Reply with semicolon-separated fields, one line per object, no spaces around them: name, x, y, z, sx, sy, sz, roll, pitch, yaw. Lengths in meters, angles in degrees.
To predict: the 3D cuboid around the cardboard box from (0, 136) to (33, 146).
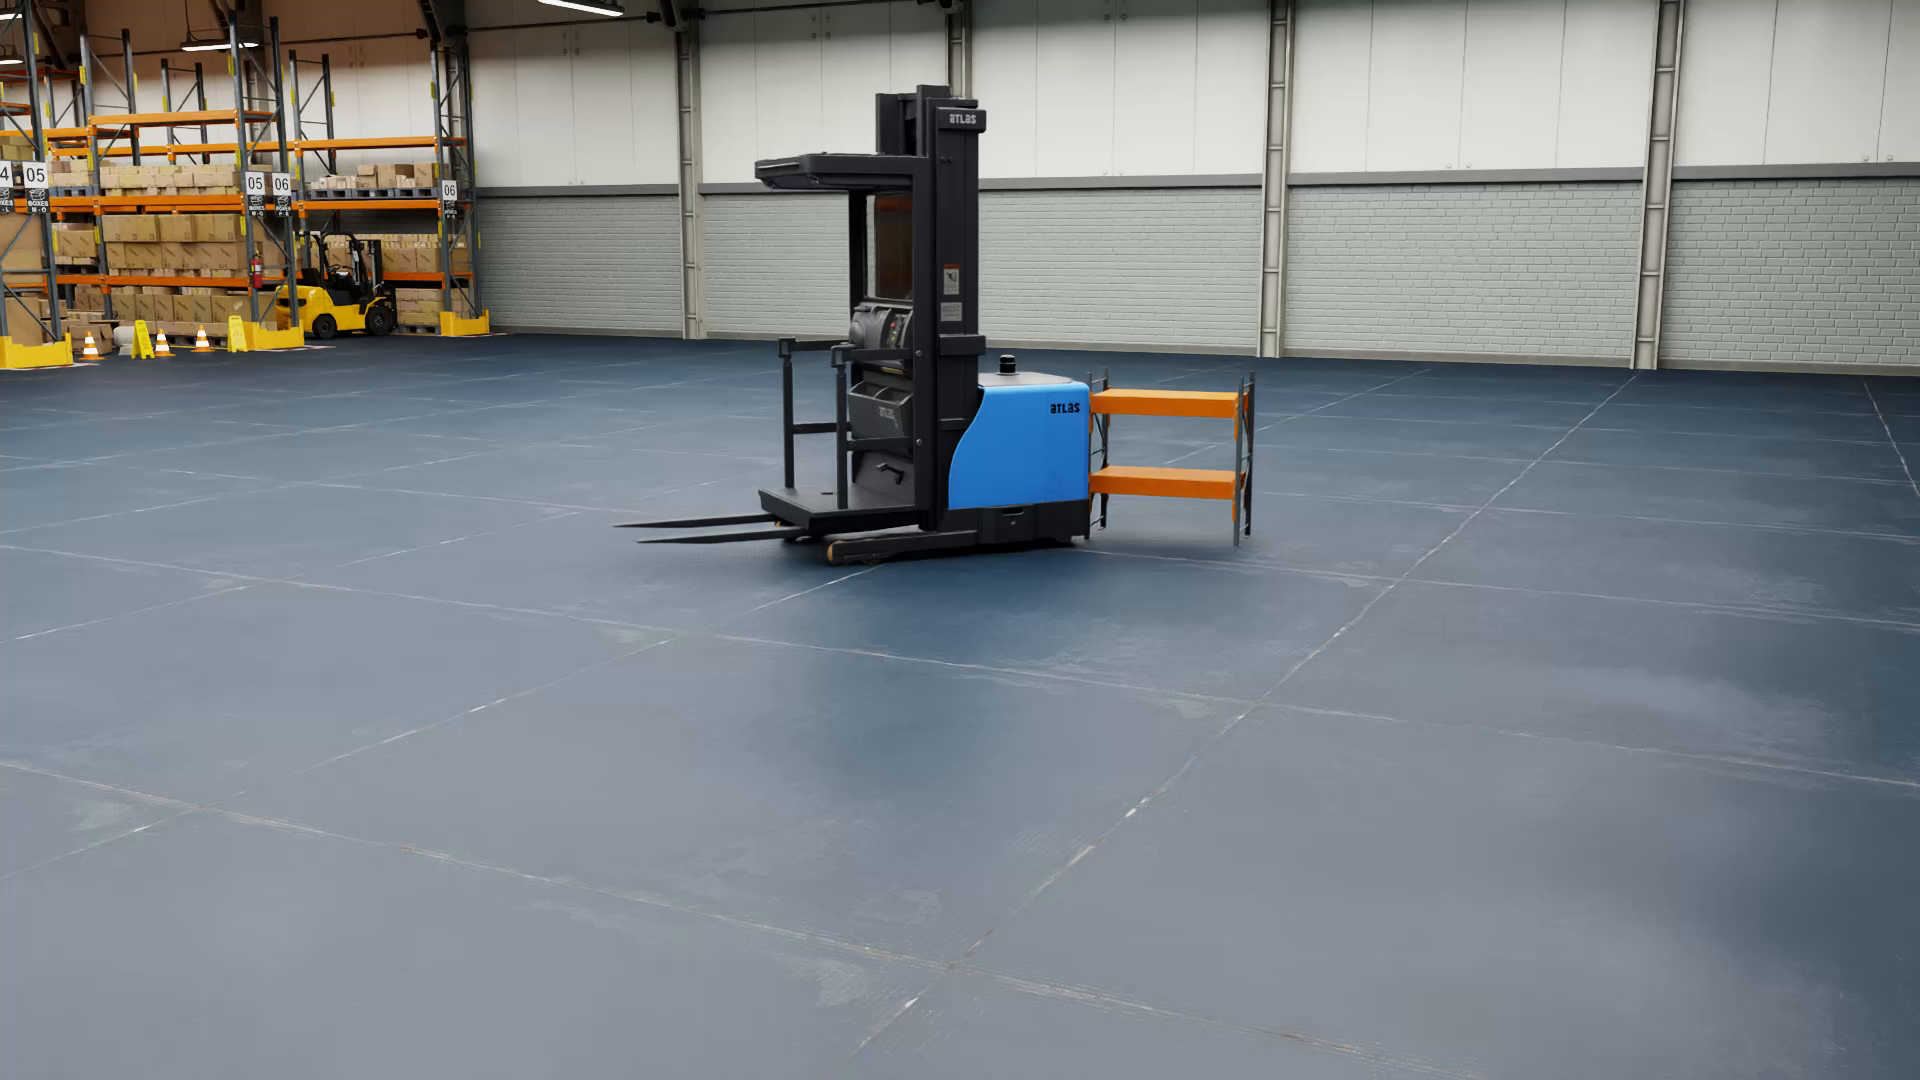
cardboard box;-15.011;-6.347;26.458;0.250;0.149;0.380;5;11;26

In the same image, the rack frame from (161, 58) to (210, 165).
rack frame;-17.734;-9.443;38.137;0.127;3.000;1.000;5;11;26

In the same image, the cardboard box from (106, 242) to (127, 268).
cardboard box;-16.068;-5.499;32.075;0.500;0.500;0.500;5;11;26

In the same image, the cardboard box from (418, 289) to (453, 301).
cardboard box;-11.111;-5.193;35.232;0.500;0.250;0.500;5;12;28

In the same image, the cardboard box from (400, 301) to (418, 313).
cardboard box;-11.579;-4.990;35.515;0.500;0.250;0.500;5;11;25

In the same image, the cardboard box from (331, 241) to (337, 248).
cardboard box;-13.498;-6.441;36.292;0.250;0.149;0.380;5;11;26

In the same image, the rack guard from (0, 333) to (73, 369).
rack guard;-14.831;-3.037;26.606;0.348;0.500;1.175;5;11;26

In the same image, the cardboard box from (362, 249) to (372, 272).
cardboard box;-12.494;-6.027;35.828;0.500;0.500;0.500;5;11;26

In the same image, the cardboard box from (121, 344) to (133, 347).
cardboard box;-14.821;-3.445;29.848;0.380;0.149;0.250;-7;12;-33

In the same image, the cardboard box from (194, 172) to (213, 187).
cardboard box;-13.775;-6.655;30.743;0.500;0.250;0.500;5;11;25

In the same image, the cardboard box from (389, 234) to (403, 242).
cardboard box;-11.929;-6.435;35.425;0.250;0.149;0.380;5;12;27

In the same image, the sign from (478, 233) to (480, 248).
sign;-10.309;-6.414;35.591;0.005;0.325;0.100;5;11;26

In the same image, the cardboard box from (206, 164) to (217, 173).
cardboard box;-13.638;-6.835;30.618;0.250;0.149;0.380;5;11;25

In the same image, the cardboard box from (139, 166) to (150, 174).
cardboard box;-15.254;-6.976;31.395;0.250;0.149;0.380;5;11;24

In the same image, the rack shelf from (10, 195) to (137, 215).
rack shelf;-18.133;-6.662;33.216;4.000;0.370;1.077;5;11;26

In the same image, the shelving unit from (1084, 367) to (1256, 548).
shelving unit;1.416;-0.574;11.242;1.048;1.125;0.538;4;11;19

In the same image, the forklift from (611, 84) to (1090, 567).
forklift;-0.695;-1.380;10.625;3.031;2.935;1.130;-5;11;-25

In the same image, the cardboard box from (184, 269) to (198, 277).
cardboard box;-14.361;-5.029;31.298;0.250;0.149;0.380;5;11;25

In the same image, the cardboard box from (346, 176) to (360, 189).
cardboard box;-12.950;-7.676;35.714;0.258;0.266;0.396;5;11;24

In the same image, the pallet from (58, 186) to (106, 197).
pallet;-16.846;-6.832;32.660;1.003;0.211;1.213;5;11;26

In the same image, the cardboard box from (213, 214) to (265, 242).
cardboard box;-13.307;-5.760;30.712;0.500;0.500;0.700;5;11;24

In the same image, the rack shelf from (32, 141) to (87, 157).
rack shelf;-23.115;-9.560;40.814;4.000;0.370;1.077;5;11;26

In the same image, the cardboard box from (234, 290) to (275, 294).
cardboard box;-15.987;-5.374;37.991;0.625;0.625;0.875;5;11;23

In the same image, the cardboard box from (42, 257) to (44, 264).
cardboard box;-18.290;-5.590;33.223;0.250;0.149;0.380;5;12;28

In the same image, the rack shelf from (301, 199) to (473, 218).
rack shelf;-12.353;-7.140;35.856;4.000;0.370;1.077;5;11;26

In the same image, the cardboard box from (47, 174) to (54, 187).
cardboard box;-17.836;-7.095;32.831;0.500;0.250;0.500;5;11;27

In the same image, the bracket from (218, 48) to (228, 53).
bracket;-16.695;-11.231;37.912;0.430;0.232;0.235;5;11;26

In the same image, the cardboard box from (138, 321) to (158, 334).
cardboard box;-15.446;-4.106;32.038;0.500;0.250;0.500;6;12;29

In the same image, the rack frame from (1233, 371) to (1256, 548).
rack frame;1.896;-0.544;11.076;0.032;1.125;0.500;4;11;19

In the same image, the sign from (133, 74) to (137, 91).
sign;-16.083;-8.918;32.394;0.005;0.325;0.100;5;11;26

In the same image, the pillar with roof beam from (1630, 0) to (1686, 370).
pillar with roof beam;8.833;-6.432;21.504;0.400;9.000;9.100;5;11;26

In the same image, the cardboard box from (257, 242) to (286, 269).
cardboard box;-13.055;-5.345;31.222;0.500;0.500;0.500;5;11;25

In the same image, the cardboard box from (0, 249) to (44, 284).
cardboard box;-15.205;-4.365;26.502;0.550;0.550;0.875;5;11;26

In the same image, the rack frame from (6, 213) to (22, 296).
rack frame;-19.927;-5.698;34.290;0.127;3.000;1.000;5;11;26

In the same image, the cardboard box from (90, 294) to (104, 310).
cardboard box;-20.505;-5.668;39.966;0.500;0.500;0.500;5;11;25

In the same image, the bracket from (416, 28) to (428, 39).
bracket;-11.315;-10.758;35.299;0.430;0.232;0.235;5;11;26

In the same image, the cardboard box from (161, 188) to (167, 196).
cardboard box;-14.784;-6.549;31.278;0.250;0.149;0.380;5;11;26

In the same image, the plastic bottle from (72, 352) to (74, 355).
plastic bottle;-15.673;-3.265;29.097;0.283;0.061;0.133;1;10;6

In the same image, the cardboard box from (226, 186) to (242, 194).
cardboard box;-13.196;-6.403;30.470;0.250;0.149;0.380;5;11;26

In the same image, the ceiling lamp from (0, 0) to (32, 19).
ceiling lamp;-17.186;-10.847;29.508;2.000;3.185;0.800;5;11;26

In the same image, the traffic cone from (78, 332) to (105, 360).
traffic cone;-14.700;-3.289;28.105;0.334;0.463;0.336;5;11;26

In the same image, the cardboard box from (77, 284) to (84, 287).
cardboard box;-21.090;-6.187;40.176;0.250;0.149;0.380;5;11;25

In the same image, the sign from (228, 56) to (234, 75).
sign;-13.016;-8.470;29.694;0.005;0.325;0.100;5;11;26

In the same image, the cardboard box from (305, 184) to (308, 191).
cardboard box;-14.821;-7.882;37.182;0.250;0.149;0.380;5;11;26

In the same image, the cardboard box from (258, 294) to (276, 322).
cardboard box;-13.375;-4.399;31.552;0.500;0.500;0.500;5;11;24

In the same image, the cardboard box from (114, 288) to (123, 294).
cardboard box;-19.918;-5.938;39.636;0.250;0.149;0.380;5;12;28

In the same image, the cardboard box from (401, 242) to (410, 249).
cardboard box;-11.660;-6.278;35.395;0.250;0.149;0.380;5;11;25

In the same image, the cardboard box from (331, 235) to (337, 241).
cardboard box;-13.485;-6.593;36.299;0.250;0.149;0.380;5;11;25

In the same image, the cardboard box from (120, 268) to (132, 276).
cardboard box;-15.950;-5.171;32.086;0.250;0.149;0.380;5;12;27

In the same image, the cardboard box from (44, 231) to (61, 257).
cardboard box;-17.761;-5.865;32.919;0.500;0.500;0.500;5;12;28

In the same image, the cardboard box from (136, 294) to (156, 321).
cardboard box;-15.445;-4.475;31.971;0.500;0.500;0.500;6;12;28

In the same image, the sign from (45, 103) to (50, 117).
sign;-21.578;-10.171;39.318;0.005;0.325;0.100;5;11;26
